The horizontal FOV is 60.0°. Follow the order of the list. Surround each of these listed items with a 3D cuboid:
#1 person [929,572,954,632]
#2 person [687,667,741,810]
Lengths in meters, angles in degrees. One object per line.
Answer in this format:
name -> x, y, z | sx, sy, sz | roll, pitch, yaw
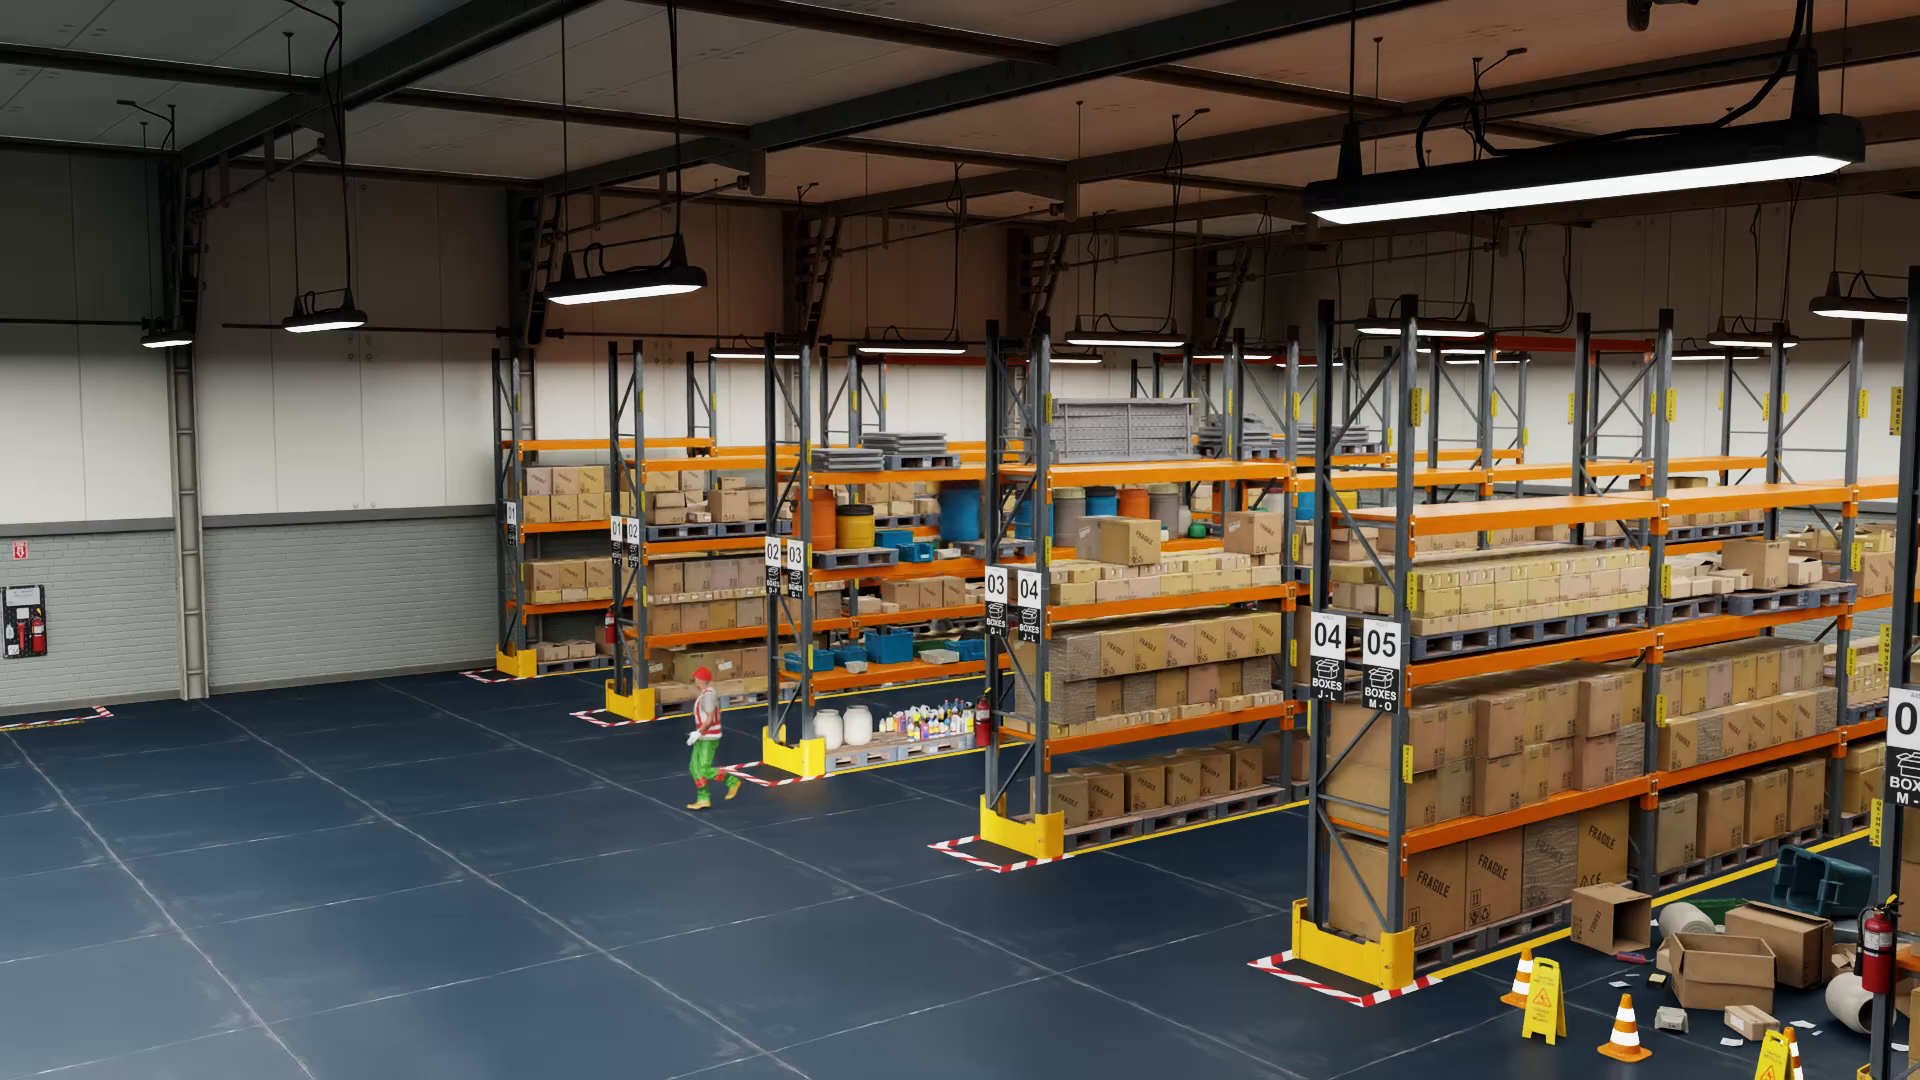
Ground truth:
person -> -0.478, 1.301, 34.457 | 1.034, 1.616, 0.477 | -3, 6, -33
person -> -3.099, 2.468, 20.806 | 0.685, 1.754, 0.581 | -2, 5, -18
